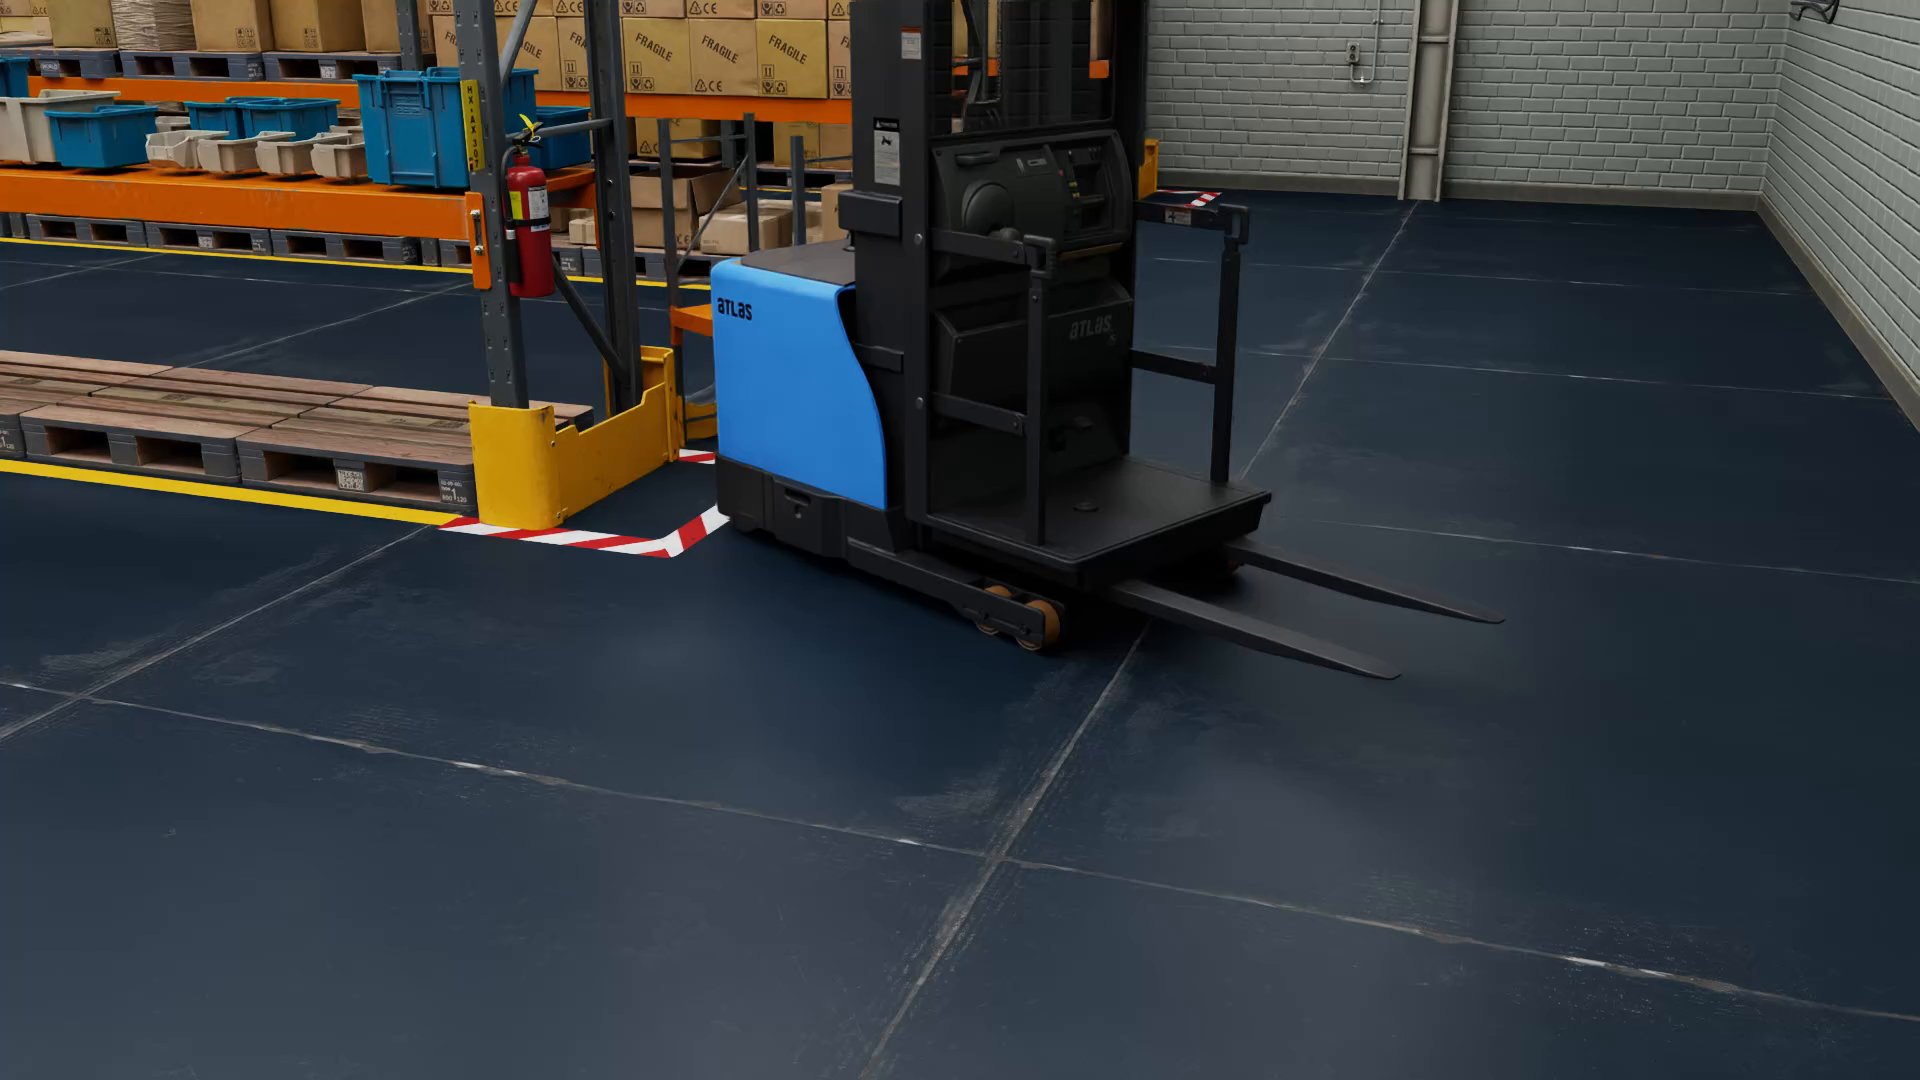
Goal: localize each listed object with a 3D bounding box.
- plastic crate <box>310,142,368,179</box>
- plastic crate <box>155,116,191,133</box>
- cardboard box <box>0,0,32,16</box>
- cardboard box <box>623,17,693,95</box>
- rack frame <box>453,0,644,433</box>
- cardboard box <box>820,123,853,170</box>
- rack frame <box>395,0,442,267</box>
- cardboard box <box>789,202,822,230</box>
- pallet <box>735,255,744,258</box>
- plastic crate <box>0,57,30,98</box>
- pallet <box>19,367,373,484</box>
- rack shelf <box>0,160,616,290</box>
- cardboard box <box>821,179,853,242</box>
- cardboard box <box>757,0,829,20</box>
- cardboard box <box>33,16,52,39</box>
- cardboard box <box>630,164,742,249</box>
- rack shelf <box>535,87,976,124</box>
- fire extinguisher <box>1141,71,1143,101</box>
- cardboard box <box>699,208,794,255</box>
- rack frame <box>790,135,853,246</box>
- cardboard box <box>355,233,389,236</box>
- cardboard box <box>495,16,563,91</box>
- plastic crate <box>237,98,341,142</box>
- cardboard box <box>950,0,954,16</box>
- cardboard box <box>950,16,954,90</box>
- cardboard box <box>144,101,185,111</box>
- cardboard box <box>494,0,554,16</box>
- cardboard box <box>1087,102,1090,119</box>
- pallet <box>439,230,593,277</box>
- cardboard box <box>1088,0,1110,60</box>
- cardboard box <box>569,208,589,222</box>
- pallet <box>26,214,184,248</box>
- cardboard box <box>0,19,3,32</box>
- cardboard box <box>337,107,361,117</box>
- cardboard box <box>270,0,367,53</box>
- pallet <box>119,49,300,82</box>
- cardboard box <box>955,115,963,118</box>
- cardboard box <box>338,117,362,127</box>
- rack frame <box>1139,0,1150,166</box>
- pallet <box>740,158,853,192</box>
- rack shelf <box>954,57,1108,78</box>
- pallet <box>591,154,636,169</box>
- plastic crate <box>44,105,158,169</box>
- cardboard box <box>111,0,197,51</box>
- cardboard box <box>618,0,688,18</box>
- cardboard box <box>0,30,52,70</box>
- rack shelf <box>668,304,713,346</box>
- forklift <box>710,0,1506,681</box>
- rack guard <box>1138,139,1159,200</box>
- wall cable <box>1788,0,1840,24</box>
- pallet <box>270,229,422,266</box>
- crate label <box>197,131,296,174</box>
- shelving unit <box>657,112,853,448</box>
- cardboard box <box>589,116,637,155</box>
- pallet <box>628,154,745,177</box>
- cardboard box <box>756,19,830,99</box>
[{"bbox_3d":[-2.486,-1.582,6.867,0.243,0.136,0.396,7,20,18],"label":"plastic crate"},{"bbox_3d":[-3.691,-1.888,7.744,0.466,0.136,0.293,7,20,18],"label":"plastic crate"},{"bbox_3d":[-10.762,-6.323,19.216,0.500,0.500,0.500,6,20,18],"label":"cardboard box"},{"bbox_3d":[-1.977,-3.362,11.512,0.500,0.500,0.500,6,20,17],"label":"cardboard box"},{"bbox_3d":[-1.657,-1.646,6.742,0.127,3.000,1.000,7,20,18],"label":"rack frame"},{"bbox_3d":[-1.038,-4.009,16.679,0.500,0.500,0.700,6,20,18],"label":"cardboard box"},{"bbox_3d":[-3.806,-3.618,12.399,0.127,3.000,1.000,7,20,18],"label":"rack frame"},{"bbox_3d":[-0.920,-2.296,12.116,0.500,0.250,0.500,7,20,18],"label":"cardboard box"},{"bbox_3d":[-0.853,-1.963,11.888,1.213,0.211,1.003,7,20,18],"label":"pallet"},{"bbox_3d":[-4.882,-2.155,8.134,0.575,0.384,0.392,7,20,18],"label":"plastic crate"},{"bbox_3d":[-3.571,-0.563,7.871,1.213,0.211,1.003,7,20,18],"label":"pallet"},{"bbox_3d":[-3.546,-1.523,7.480,4.000,0.370,1.077,7,20,18],"label":"rack shelf"},{"bbox_3d":[-0.622,-2.196,11.447,0.500,0.500,0.500,7,20,18],"label":"cardboard box"},{"bbox_3d":[-1.016,-3.722,11.027,0.500,0.500,0.500,7,20,20],"label":"cardboard box"},{"bbox_3d":[-10.288,-5.918,19.196,0.500,0.250,0.500,7,20,18],"label":"cardboard box"},{"bbox_3d":[-2.030,-2.446,12.160,0.637,0.503,0.797,7,20,18],"label":"cardboard box"},{"bbox_3d":[-1.917,-3.062,11.898,4.000,0.370,1.077,7,20,18],"label":"rack shelf"},{"bbox_3d":[1.586,-4.354,15.195,0.183,0.674,0.296,7,20,18],"label":"fire extinguisher"},{"bbox_3d":[-1.510,-2.190,11.810,0.500,0.250,0.500,7,20,18],"label":"cardboard box"},{"bbox_3d":[-0.484,-0.964,7.064,0.500,1.500,0.032,-16,25,-38],"label":"rack frame"},{"bbox_3d":[-4.366,-2.610,12.635,0.500,0.500,0.500,6,20,18],"label":"cardboard box"},{"bbox_3d":[-2.929,-3.471,11.826,0.500,0.500,0.500,7,20,19],"label":"cardboard box"},{"bbox_3d":[-3.026,-1.867,7.538,0.300,0.233,0.416,7,20,18],"label":"plastic crate"},{"bbox_3d":[-0.360,-3.835,11.351,0.500,0.500,0.500,7,20,20],"label":"cardboard box"},{"bbox_3d":[-0.360,-3.363,11.516,0.500,0.500,0.500,7,20,19],"label":"cardboard box"},{"bbox_3d":[-9.040,-4.976,19.424,0.500,0.500,0.700,7,20,20],"label":"cardboard box"},{"bbox_3d":[-2.966,-3.944,11.661,0.500,0.500,0.500,6,20,16],"label":"cardboard box"},{"bbox_3d":[1.084,-4.144,16.082,0.250,0.149,0.380,7,20,18],"label":"cardboard box"},{"bbox_3d":[-3.158,-2.227,12.644,1.213,0.211,1.003,7,20,18],"label":"pallet"},{"bbox_3d":[1.110,-4.920,15.679,0.700,0.700,0.980,7,21,21],"label":"cardboard box"},{"bbox_3d":[-2.801,-2.485,12.810,0.250,0.149,0.380,7,20,18],"label":"cardboard box"},{"bbox_3d":[-6.892,-2.641,13.832,1.213,0.211,1.003,7,20,18],"label":"pallet"},{"bbox_3d":[-11.236,-6.024,19.499,0.500,0.250,0.500,6,20,18],"label":"cardboard box"},{"bbox_3d":[-6.660,-4.680,18.574,0.500,0.500,0.700,7,20,19],"label":"cardboard box"},{"bbox_3d":[-4.850,-4.039,12.816,0.500,0.500,0.700,10,22,27],"label":"cardboard box"},{"bbox_3d":[-5.746,-3.751,13.072,1.213,0.211,1.003,7,20,18],"label":"pallet"},{"bbox_3d":[0.129,-4.253,16.394,0.250,0.149,0.380,7,20,19],"label":"cardboard box"},{"bbox_3d":[-5.128,-3.236,13.292,0.500,0.250,0.500,7,20,18],"label":"cardboard box"},{"bbox_3d":[1.595,-4.727,15.579,0.127,3.000,1.000,7,20,18],"label":"rack frame"},{"bbox_3d":[-1.491,-3.736,16.972,1.213,0.211,1.003,7,20,18],"label":"pallet"},{"bbox_3d":[-0.295,-4.603,16.317,4.000,0.370,1.077,7,20,18],"label":"rack shelf"},{"bbox_3d":[-4.094,-4.033,17.826,1.213,0.211,1.003,7,20,18],"label":"pallet"},{"bbox_3d":[-3.681,-1.738,7.168,0.300,0.233,0.416,7,20,18],"label":"plastic crate"},{"bbox_3d":[-6.151,-4.105,13.005,0.500,0.500,0.700,11,22,28],"label":"cardboard box"},{"bbox_3d":[-1.992,-3.832,11.343,0.500,0.500,0.500,7,20,20],"label":"cardboard box"},{"bbox_3d":[-7.914,-4.061,13.805,0.500,0.311,0.500,8,21,21],"label":"cardboard box"},{"bbox_3d":[-0.816,-0.921,7.486,0.538,0.185,1.000,-16,25,-38],"label":"rack shelf"},{"bbox_3d":[0.412,-1.208,5.588,1.130,2.935,3.031,-18,26,-41],"label":"forklift"},{"bbox_3d":[1.617,-3.544,15.983,0.348,0.500,1.175,7,20,18],"label":"rack guard"},{"bbox_3d":[6.820,-5.371,13.031,0.112,2.526,3.097,7,20,18],"label":"wall cable"},{"bbox_3d":[-4.587,-2.377,13.076,1.213,0.211,1.003,7,20,18],"label":"pallet"},{"bbox_3d":[-3.026,-1.640,7.034,0.243,0.136,0.396,7,20,18],"label":"crate label"},{"bbox_3d":[-0.810,-1.089,7.421,0.587,1.500,1.083,-16,25,-38],"label":"shelving unit"},{"bbox_3d":[-3.681,-4.467,17.462,0.750,0.750,0.750,7,20,20],"label":"cardboard box"},{"bbox_3d":[-2.937,-3.902,17.450,1.213,0.211,1.003,7,20,18],"label":"pallet"},{"bbox_3d":[-1.031,-3.252,11.197,0.500,0.500,0.500,7,20,19],"label":"cardboard box"}]
